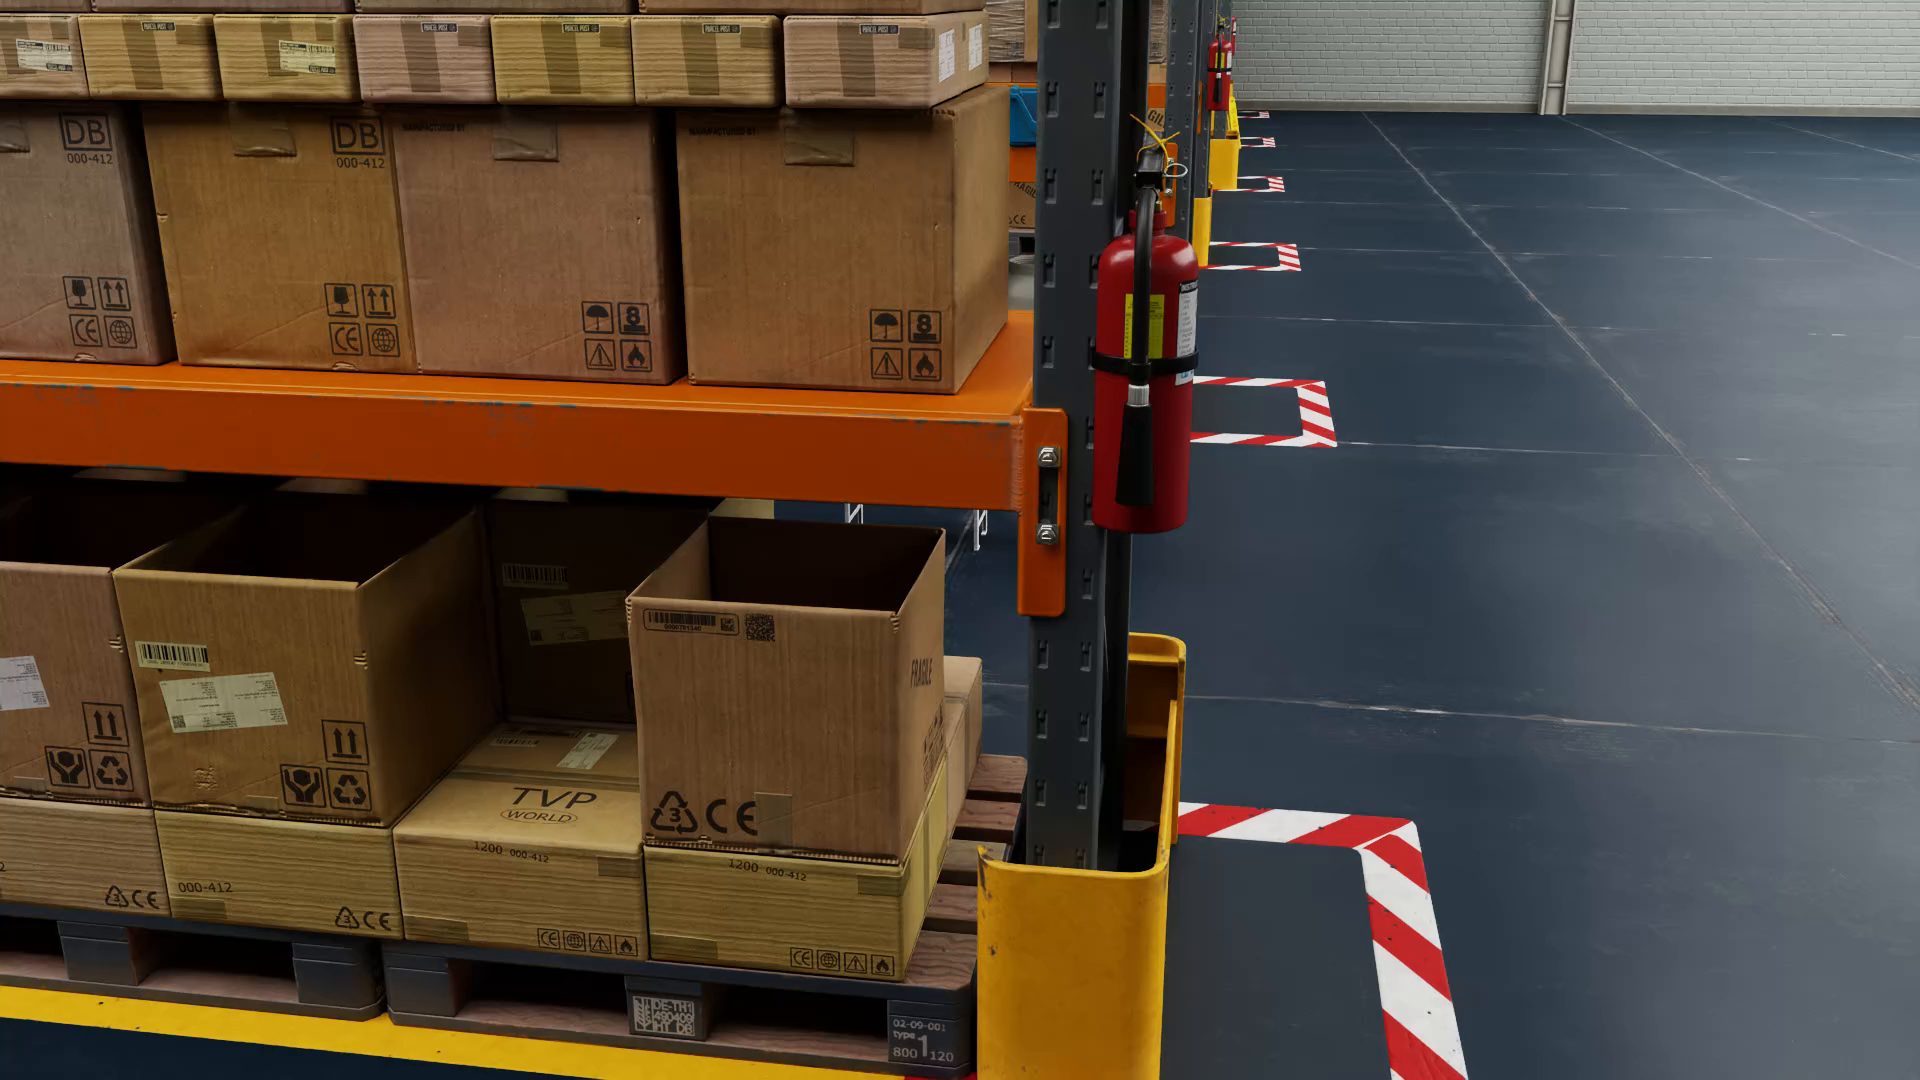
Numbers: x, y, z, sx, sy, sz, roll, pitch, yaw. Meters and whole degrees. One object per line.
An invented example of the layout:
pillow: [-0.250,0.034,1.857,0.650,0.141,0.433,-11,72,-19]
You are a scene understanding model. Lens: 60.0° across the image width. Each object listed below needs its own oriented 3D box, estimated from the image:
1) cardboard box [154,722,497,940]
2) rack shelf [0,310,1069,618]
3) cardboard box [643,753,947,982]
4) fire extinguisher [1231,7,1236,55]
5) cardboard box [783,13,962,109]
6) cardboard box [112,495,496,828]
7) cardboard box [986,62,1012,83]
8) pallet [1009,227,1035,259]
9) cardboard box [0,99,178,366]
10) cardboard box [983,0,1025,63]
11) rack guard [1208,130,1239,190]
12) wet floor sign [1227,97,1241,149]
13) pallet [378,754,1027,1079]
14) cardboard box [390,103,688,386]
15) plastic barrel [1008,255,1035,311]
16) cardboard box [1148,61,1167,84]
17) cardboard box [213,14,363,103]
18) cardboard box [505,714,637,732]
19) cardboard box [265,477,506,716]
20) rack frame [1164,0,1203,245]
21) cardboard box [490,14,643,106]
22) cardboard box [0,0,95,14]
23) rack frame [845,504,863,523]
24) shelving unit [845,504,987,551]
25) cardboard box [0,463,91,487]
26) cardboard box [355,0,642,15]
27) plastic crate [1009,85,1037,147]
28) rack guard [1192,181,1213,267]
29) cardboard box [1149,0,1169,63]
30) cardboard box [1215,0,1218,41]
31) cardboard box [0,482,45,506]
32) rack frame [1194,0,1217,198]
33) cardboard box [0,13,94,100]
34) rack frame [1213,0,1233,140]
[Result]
cardboard box: [-1.304,0.583,3.506,0.500,0.250,0.500,3,19,9]
rack shelf: [-1.713,-0.301,3.610,4.000,0.370,1.077,3,19,9]
cardboard box: [-0.314,0.629,3.368,0.500,0.250,0.500,3,19,9]
fire extinguisher: [3.449,-6.563,21.312,0.183,0.674,0.296,3,19,9]
cardboard box: [-0.145,-0.856,2.955,0.250,0.149,0.380,3,19,8]
cardboard box: [-1.304,0.228,3.384,0.500,0.500,0.500,3,19,9]
cardboard box: [0.286,-3.533,12.532,0.250,0.149,0.380,3,19,9]
pallet: [0.965,-2.378,13.079,1.213,0.211,1.003,3,19,9]
cardboard box: [-1.726,-0.694,3.491,0.500,0.500,0.700,3,19,10]
cardboard box: [0.299,-3.896,12.594,0.500,0.500,0.875,3,19,9]
rack guard: [2.747,-4.007,17.492,0.348,0.500,1.175,3,19,9]
wet floor sign: [3.427,-5.288,21.092,0.232,0.644,0.267,10,21,27]
pallet: [-0.500,0.755,3.713,1.213,0.211,1.003,3,19,9]
cardboard box: [-0.716,-0.642,3.336,0.500,0.500,0.700,3,19,10]
plastic barrel: [0.389,-1.122,8.188,0.421,0.512,0.421,0,18,0]
cardboard box: [1.523,-3.476,12.359,0.250,0.149,0.380,3,19,9]
cardboard box: [-1.164,-0.908,3.111,0.250,0.149,0.380,4,19,10]
cardboard box: [-0.726,0.442,3.925,0.500,0.250,0.500,3,19,9]
cardboard box: [-1.222,0.065,3.871,0.500,0.500,0.500,3,19,9]
rack frame: [1.051,-2.093,7.832,0.127,3.000,1.000,3,19,9]
cardboard box: [-0.657,-0.882,3.032,0.250,0.149,0.380,3,19,8]
cardboard box: [-1.762,-1.310,3.288,0.500,0.500,0.700,3,19,9]
rack frame: [-0.404,-0.590,6.174,0.015,1.200,0.240,3,19,9]
shelving unit: [-0.163,-0.577,6.138,0.503,1.200,0.258,3,19,9]
cardboard box: [-2.209,0.014,4.024,0.500,0.500,0.500,3,19,9]
cardboard box: [-0.769,-1.259,3.137,0.500,0.500,0.700,2,19,7]
plastic crate: [0.510,-1.954,7.651,0.616,0.251,0.499,3,19,9]
rack guard: [1.762,-2.463,12.878,0.348,0.500,1.175,3,19,9]
cardboard box: [1.298,-3.870,12.515,0.500,0.500,0.875,3,19,9]
cardboard box: [2.350,-5.269,17.088,0.550,0.550,0.875,3,19,9]
cardboard box: [-2.292,0.178,3.534,0.500,0.500,0.500,3,19,9]
rack frame: [1.837,-3.645,12.470,0.127,3.000,1.000,3,19,9]
cardboard box: [-1.677,-0.934,3.186,0.250,0.149,0.380,3,19,8]
rack frame: [2.723,-5.194,17.099,0.127,3.000,1.000,3,19,9]
